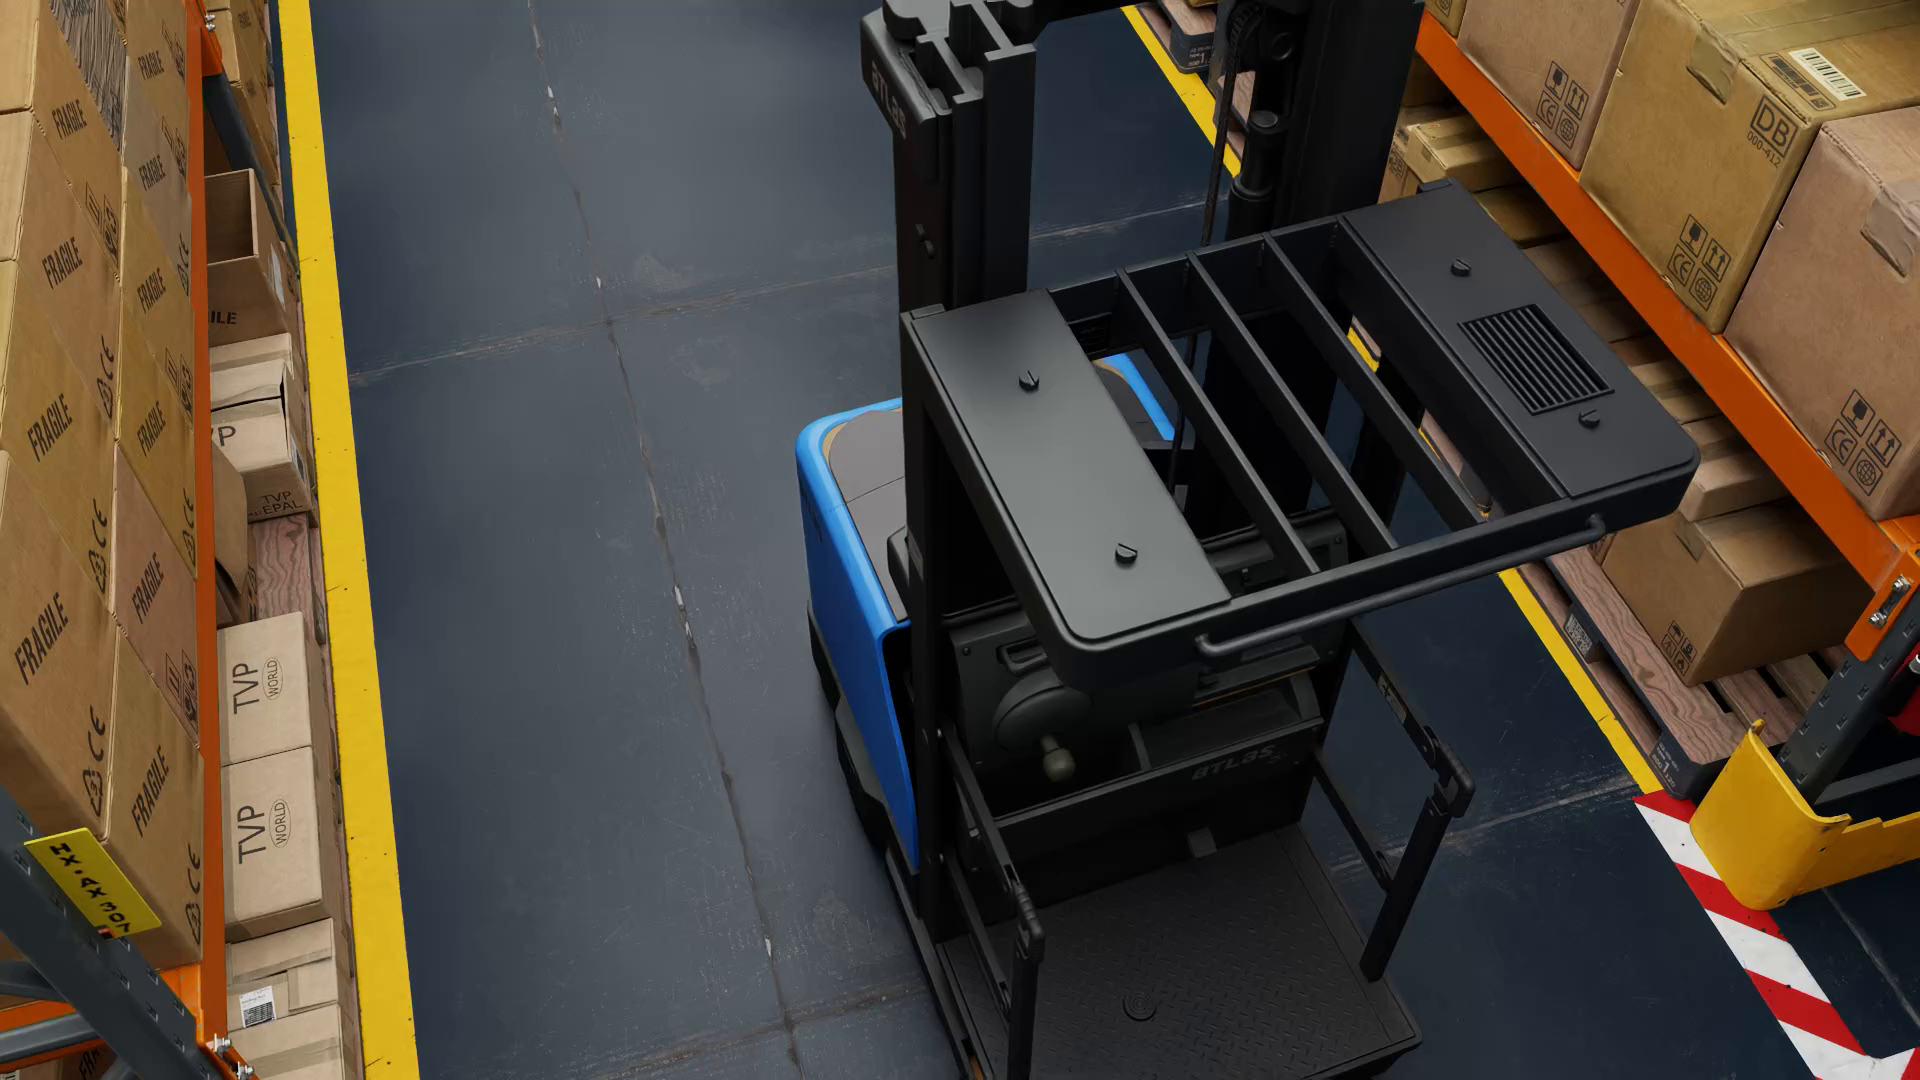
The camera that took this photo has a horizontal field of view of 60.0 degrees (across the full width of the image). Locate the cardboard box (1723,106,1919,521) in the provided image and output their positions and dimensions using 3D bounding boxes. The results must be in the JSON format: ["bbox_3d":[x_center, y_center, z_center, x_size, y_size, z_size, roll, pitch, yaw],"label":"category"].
[{"bbox_3d":[2.626,-0.616,4.112,0.980,0.700,0.700,-11,51,-9],"label":"cardboard box"}]

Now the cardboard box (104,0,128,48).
[{"bbox_3d":[-2.577,-1.618,4.433,0.500,0.500,0.500,-14,51,-12],"label":"cardboard box"}]

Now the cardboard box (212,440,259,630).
[{"bbox_3d":[-2.567,0.086,5.061,0.797,0.503,0.637,-13,51,-11],"label":"cardboard box"}]

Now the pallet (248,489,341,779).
[{"bbox_3d":[-2.561,0.345,5.321,1.003,0.211,1.213,-13,51,-11],"label":"pallet"}]

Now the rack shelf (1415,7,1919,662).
[{"bbox_3d":[2.195,-1.378,5.421,1.077,0.370,4.000,-13,51,-11],"label":"rack shelf"}]

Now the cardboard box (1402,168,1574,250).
[{"bbox_3d":[2.021,-1.088,6.066,0.700,0.500,0.500,-12,51,-10],"label":"cardboard box"}]

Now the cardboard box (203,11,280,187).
[{"bbox_3d":[-3.038,-1.693,6.562,0.500,0.500,0.500,-15,52,-13],"label":"cardboard box"}]

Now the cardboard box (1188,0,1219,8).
[{"bbox_3d":[1.287,-2.959,7.414,0.750,0.750,0.750,-13,51,-11],"label":"cardboard box"}]

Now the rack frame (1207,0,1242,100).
[{"bbox_3d":[1.603,-3.071,6.377,1.000,3.000,0.127,-13,51,-11],"label":"rack frame"}]

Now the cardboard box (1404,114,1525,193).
[{"bbox_3d":[1.808,-1.368,5.877,0.380,0.149,0.250,-15,51,-12],"label":"cardboard box"}]

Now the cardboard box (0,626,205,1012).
[{"bbox_3d":[-1.824,0.557,3.253,0.500,0.500,0.500,-12,51,-10],"label":"cardboard box"}]

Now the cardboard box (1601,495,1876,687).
[{"bbox_3d":[2.483,0.032,5.121,0.700,0.500,0.500,-13,51,-11],"label":"cardboard box"}]

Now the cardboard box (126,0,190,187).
[{"bbox_3d":[-2.581,-1.297,4.816,0.500,0.500,0.500,-12,51,-10],"label":"cardboard box"}]

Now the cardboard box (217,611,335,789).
[{"bbox_3d":[-2.131,0.526,4.855,0.500,0.250,0.500,-13,51,-11],"label":"cardboard box"}]

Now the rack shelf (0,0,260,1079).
[{"bbox_3d":[-2.536,-0.256,4.474,1.077,0.370,4.000,-13,51,-11],"label":"rack shelf"}]

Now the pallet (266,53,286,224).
[{"bbox_3d":[-3.405,-1.635,6.990,1.003,0.211,1.213,-13,51,-11],"label":"pallet"}]

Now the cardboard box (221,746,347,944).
[{"bbox_3d":[-1.983,0.891,4.547,0.500,0.250,0.500,-13,51,-11],"label":"cardboard box"}]

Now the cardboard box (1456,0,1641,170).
[{"bbox_3d":[2.183,-1.704,5.029,0.980,0.700,0.700,-16,52,-13],"label":"cardboard box"}]

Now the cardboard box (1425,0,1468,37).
[{"bbox_3d":[1.959,-2.233,5.475,0.980,0.700,0.700,-14,51,-12],"label":"cardboard box"}]

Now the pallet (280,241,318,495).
[{"bbox_3d":[-2.926,-0.548,6.074,1.003,0.211,1.213,-13,51,-11],"label":"pallet"}]

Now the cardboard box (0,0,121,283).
[{"bbox_3d":[-2.280,-0.882,3.813,0.500,0.500,0.500,-14,51,-11],"label":"cardboard box"}]

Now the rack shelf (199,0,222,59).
[{"bbox_3d":[-3.719,-3.177,6.937,1.077,0.370,4.000,-13,51,-11],"label":"rack shelf"}]

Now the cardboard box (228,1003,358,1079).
[{"bbox_3d":[-1.741,1.367,4.213,0.380,0.149,0.250,-13,51,-11],"label":"cardboard box"}]

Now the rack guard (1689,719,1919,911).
[{"bbox_3d":[2.793,0.674,4.855,1.175,0.500,0.348,-13,51,-11],"label":"rack guard"}]

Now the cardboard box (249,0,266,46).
[{"bbox_3d":[-3.347,-2.446,7.198,0.500,0.500,0.500,-13,51,-11],"label":"cardboard box"}]

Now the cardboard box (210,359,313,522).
[{"bbox_3d":[-2.467,-0.324,5.532,0.500,0.311,0.500,-13,51,-11],"label":"cardboard box"}]

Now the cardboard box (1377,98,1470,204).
[{"bbox_3d":[1.872,-1.464,6.382,0.700,0.500,0.500,-14,51,-11],"label":"cardboard box"}]

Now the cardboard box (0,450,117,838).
[{"bbox_3d":[-1.824,0.235,2.871,0.500,0.500,0.500,-12,51,-10],"label":"cardboard box"}]

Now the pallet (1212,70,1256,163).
[{"bbox_3d":[1.753,-1.599,6.960,1.003,0.211,1.213,-13,51,-11],"label":"pallet"}]

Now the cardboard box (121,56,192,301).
[{"bbox_3d":[-2.427,-0.922,4.500,0.500,0.500,0.500,-12,51,-10],"label":"cardboard box"}]

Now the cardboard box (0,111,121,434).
[{"bbox_3d":[-2.129,-0.512,3.500,0.500,0.500,0.500,-13,51,-10],"label":"cardboard box"}]

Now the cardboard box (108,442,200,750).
[{"bbox_3d":[-1.982,0.182,3.570,0.500,0.500,0.500,-14,51,-11],"label":"cardboard box"}]

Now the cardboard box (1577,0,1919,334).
[{"bbox_3d":[2.400,-1.145,4.557,0.980,0.700,0.700,-14,51,-11],"label":"cardboard box"}]

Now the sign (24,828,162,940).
[{"bbox_3d":[-1.427,0.571,2.740,0.100,0.325,0.005,-13,51,-11],"label":"sign"}]

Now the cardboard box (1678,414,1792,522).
[{"bbox_3d":[2.271,-0.229,4.918,0.380,0.149,0.250,-14,51,-11],"label":"cardboard box"}]

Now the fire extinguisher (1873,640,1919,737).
[{"bbox_3d":[2.390,0.210,3.905,0.296,0.674,0.183,-13,51,-11],"label":"fire extinguisher"}]

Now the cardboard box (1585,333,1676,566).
[{"bbox_3d":[2.335,-0.333,5.429,0.700,0.500,0.500,-13,51,-11],"label":"cardboard box"}]

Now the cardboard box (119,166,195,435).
[{"bbox_3d":[-2.274,-0.551,4.187,0.500,0.500,0.500,-13,51,-10],"label":"cardboard box"}]

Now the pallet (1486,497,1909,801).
[{"bbox_3d":[2.475,0.183,5.458,1.003,0.211,1.213,-13,51,-11],"label":"pallet"}]

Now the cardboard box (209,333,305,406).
[{"bbox_3d":[-2.520,-0.559,5.836,0.380,0.149,0.250,-13,51,-11],"label":"cardboard box"}]

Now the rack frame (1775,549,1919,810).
[{"bbox_3d":[2.786,-0.150,3.914,1.000,3.000,0.127,-13,51,-11],"label":"rack frame"}]

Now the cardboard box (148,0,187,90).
[{"bbox_3d":[-2.735,-1.673,5.133,0.500,0.500,0.500,-13,51,-10],"label":"cardboard box"}]

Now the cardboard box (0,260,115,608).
[{"bbox_3d":[-1.986,-0.145,3.191,0.500,0.500,0.500,-13,51,-11],"label":"cardboard box"}]

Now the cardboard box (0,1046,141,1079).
[{"bbox_3d":[-2.341,1.296,4.043,0.500,0.500,0.500,-13,51,-11],"label":"cardboard box"}]

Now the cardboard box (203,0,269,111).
[{"bbox_3d":[-3.207,-2.080,6.889,0.500,0.500,0.500,-13,51,-10],"label":"cardboard box"}]

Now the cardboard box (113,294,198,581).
[{"bbox_3d":[-2.128,-0.186,3.879,0.500,0.500,0.500,-13,51,-11],"label":"cardboard box"}]

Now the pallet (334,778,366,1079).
[{"bbox_3d":[-2.204,1.235,4.571,1.003,0.211,1.213,-13,51,-11],"label":"pallet"}]

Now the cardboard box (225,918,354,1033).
[{"bbox_3d":[-1.814,1.179,4.360,0.380,0.166,0.250,-13,51,-11],"label":"cardboard box"}]

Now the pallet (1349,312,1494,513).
[{"bbox_3d":[2.118,-0.706,6.208,1.003,0.211,1.213,-13,51,-11],"label":"pallet"}]

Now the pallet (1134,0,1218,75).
[{"bbox_3d":[1.303,-2.719,7.904,1.003,0.211,1.213,-13,51,-11],"label":"pallet"}]

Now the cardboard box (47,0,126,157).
[{"bbox_3d":[-2.428,-1.250,4.123,0.500,0.500,0.500,-13,51,-11],"label":"cardboard box"}]

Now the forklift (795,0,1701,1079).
[{"bbox_3d":[0.510,0.354,3.534,1.130,2.935,3.031,-16,52,-13],"label":"forklift"}]

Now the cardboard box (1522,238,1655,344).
[{"bbox_3d":[2.186,-0.700,5.739,0.700,0.500,0.500,-15,51,-12],"label":"cardboard box"}]

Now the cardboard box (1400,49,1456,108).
[{"bbox_3d":[1.653,-1.749,6.199,0.380,0.149,0.250,-12,51,-10],"label":"cardboard box"}]

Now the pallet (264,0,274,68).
[{"bbox_3d":[-3.769,-2.528,7.743,1.003,0.211,1.213,-13,51,-11],"label":"pallet"}]

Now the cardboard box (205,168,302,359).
[{"bbox_3d":[-2.688,-0.932,5.921,0.500,0.500,0.500,-13,51,-11],"label":"cardboard box"}]

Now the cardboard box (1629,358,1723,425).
[{"bbox_3d":[2.195,-0.416,5.075,0.380,0.149,0.250,-12,51,-10],"label":"cardboard box"}]

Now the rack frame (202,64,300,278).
[{"bbox_3d":[-3.128,-1.948,5.431,1.000,3.000,0.127,-13,51,-11],"label":"rack frame"}]
